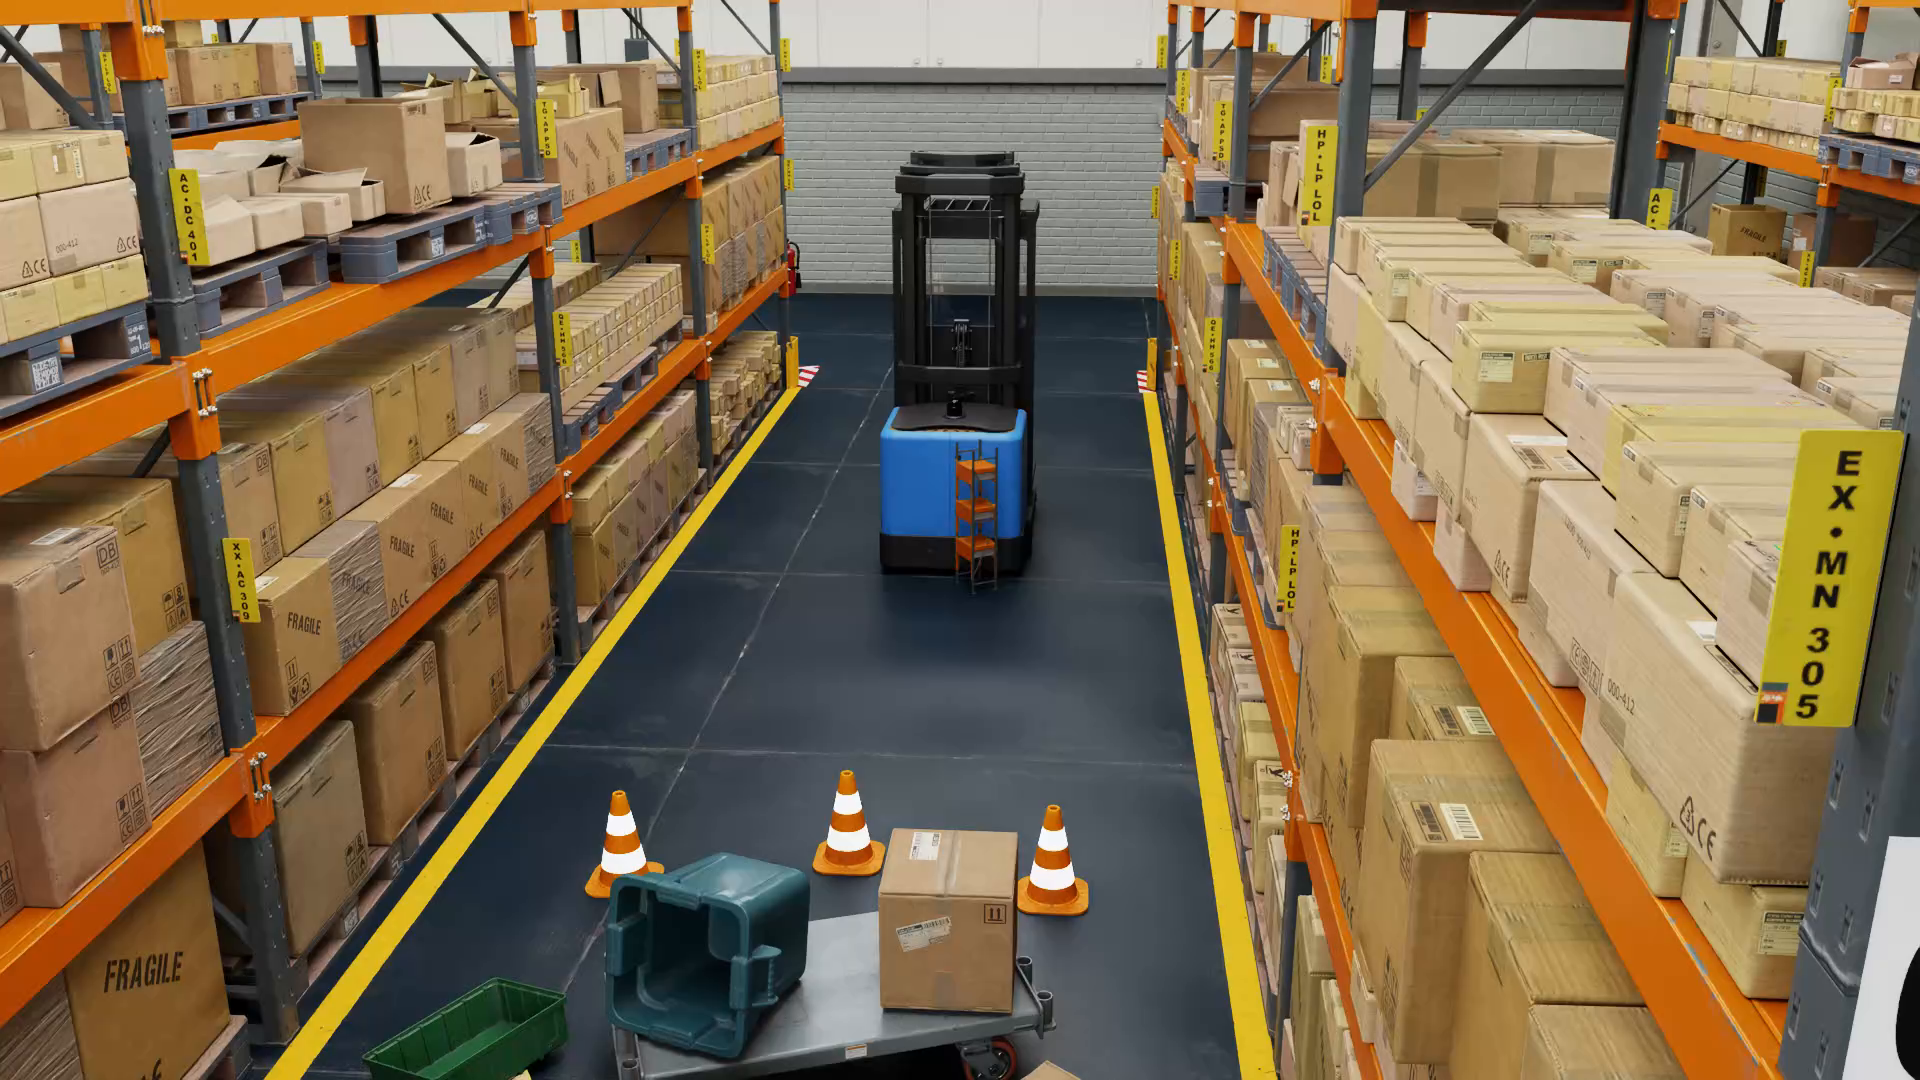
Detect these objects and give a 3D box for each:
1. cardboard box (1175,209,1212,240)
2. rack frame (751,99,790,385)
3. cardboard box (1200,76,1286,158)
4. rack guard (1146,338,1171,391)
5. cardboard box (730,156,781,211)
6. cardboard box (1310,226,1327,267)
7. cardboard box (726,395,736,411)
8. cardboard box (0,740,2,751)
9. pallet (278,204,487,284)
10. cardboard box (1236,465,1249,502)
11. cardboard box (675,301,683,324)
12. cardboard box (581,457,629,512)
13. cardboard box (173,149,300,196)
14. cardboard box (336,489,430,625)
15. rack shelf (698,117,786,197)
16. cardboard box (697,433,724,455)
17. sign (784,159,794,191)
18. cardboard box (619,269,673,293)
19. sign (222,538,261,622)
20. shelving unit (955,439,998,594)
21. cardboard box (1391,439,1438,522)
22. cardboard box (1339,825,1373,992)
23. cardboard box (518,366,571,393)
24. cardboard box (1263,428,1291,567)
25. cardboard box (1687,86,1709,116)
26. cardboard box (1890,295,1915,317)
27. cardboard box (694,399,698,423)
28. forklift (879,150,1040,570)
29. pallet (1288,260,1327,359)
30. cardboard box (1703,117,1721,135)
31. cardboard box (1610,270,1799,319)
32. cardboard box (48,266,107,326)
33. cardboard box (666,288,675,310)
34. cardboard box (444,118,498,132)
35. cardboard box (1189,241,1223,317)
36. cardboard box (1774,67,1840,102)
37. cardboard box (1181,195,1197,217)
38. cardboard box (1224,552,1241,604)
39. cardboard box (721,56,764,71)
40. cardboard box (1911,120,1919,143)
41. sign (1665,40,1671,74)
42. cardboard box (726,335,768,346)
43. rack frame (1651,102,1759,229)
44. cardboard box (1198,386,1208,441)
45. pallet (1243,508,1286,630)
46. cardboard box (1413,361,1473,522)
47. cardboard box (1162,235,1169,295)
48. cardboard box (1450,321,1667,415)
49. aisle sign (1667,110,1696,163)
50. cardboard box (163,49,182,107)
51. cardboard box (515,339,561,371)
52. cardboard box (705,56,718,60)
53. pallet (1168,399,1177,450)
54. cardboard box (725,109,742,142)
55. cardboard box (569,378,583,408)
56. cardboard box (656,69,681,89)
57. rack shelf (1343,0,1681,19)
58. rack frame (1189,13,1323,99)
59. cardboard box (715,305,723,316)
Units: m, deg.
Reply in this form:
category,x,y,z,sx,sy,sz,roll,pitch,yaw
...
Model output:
category,x,y,z,sx,sy,sz,roll,pitch,yaw
cardboard box,2.074,-2.494,13.950,0.500,0.500,0.500,1,18,3
rack frame,-2.342,-3.140,17.688,1.000,3.000,0.127,1,18,4
cardboard box,1.866,-2.802,11.006,0.500,0.500,0.500,1,18,4
rack guard,2.604,-1.880,17.858,1.175,0.500,0.348,1,18,4
cardboard box,-2.127,-3.656,17.020,0.500,0.500,0.500,1,18,3
cardboard box,1.681,-1.229,6.606,0.500,0.250,0.500,2,18,5
cardboard box,-2.308,-1.315,15.545,0.380,0.149,0.250,2,18,6
cardboard box,-3.363,0.455,4.743,0.875,0.550,0.550,1,18,4
pallet,-2.986,-1.442,7.993,1.003,0.211,1.213,2,18,6
cardboard box,1.660,-0.303,8.761,0.380,0.149,0.250,1,18,4
cardboard box,-2.460,-1.850,13.480,0.380,0.149,0.250,1,18,3
cardboard box,-2.589,-0.389,11.430,0.500,0.250,0.500,1,18,3
cardboard box,-3.296,-1.592,7.456,0.500,0.311,0.500,1,18,2
cardboard box,-2.822,0.070,7.731,0.500,0.500,0.500,1,18,4
rack shelf,-2.486,-3.602,15.437,1.077,0.370,4.000,1,18,4
cardboard box,-2.282,-0.848,14.598,0.380,0.149,0.250,0,18,2
sign,-1.790,-3.822,17.402,0.100,0.325,0.005,1,18,4
cardboard box,-2.481,-2.048,13.129,0.380,0.149,0.250,1,18,2
sign,-2.649,0.150,6.130,0.100,0.325,0.005,1,18,4
shelving unit,0.117,-0.163,11.735,0.215,1.050,0.252,-9,20,-26
cardboard box,1.295,-0.150,4.150,0.380,0.149,0.250,1,18,3
cardboard box,1.371,0.920,4.660,0.500,0.500,0.500,1,18,3
cardboard box,-2.681,-1.022,10.477,0.380,0.149,0.250,2,18,6
cardboard box,1.624,-0.185,7.357,0.500,0.500,0.500,2,18,6
cardboard box,7.233,-4.156,15.737,0.500,0.250,0.500,2,18,5
cardboard box,6.916,-1.406,11.561,0.700,0.500,0.500,1,18,4
cardboard box,-2.398,-1.127,14.495,0.380,0.149,0.250,2,18,6
forklift,0.052,-1.588,13.063,1.130,2.935,3.031,1,18,4
pallet,1.893,-0.859,6.212,1.213,0.211,1.003,1,18,4
cardboard box,7.139,-3.845,15.427,0.380,0.149,0.250,1,18,4
cardboard box,1.878,-0.591,4.216,0.380,0.149,0.250,1,18,3
cardboard box,-2.928,-0.767,5.199,0.380,0.149,0.250,2,18,5
cardboard box,-2.478,-1.909,13.184,0.380,0.149,0.250,1,18,4
cardboard box,-3.128,-2.311,10.181,0.500,0.500,0.500,1,18,4
cardboard box,1.950,-1.896,12.127,0.500,0.500,0.500,1,18,3
cardboard box,7.090,-3.762,13.729,0.500,0.250,0.500,1,18,3
cardboard box,2.020,-2.752,13.696,0.380,0.149,0.250,1,18,3
cardboard box,2.161,0.021,10.778,0.875,0.875,0.875,1,18,3
cardboard box,-2.167,-4.736,16.541,0.380,0.149,0.250,2,18,5
cardboard box,6.751,-2.782,11.347,0.380,0.149,0.250,2,18,5
sign,7.012,-4.804,16.545,0.100,0.325,0.005,1,18,4
cardboard box,-2.203,-2.020,17.220,0.380,0.149,0.250,2,18,5
rack frame,7.553,-2.951,17.112,1.000,3.000,0.127,1,18,4
cardboard box,1.827,-0.827,10.869,0.500,0.250,0.500,2,18,5
pallet,1.928,0.131,8.015,1.003,0.211,1.213,1,18,4
cardboard box,1.327,-0.226,3.742,0.500,0.250,0.500,1,18,4
cardboard box,2.219,-2.650,16.033,0.500,0.500,0.500,1,18,4
cardboard box,1.261,-0.365,3.525,0.380,0.149,0.250,2,18,5
aisle sign,7.265,-4.214,16.792,0.394,0.787,0.004,1,18,4
cardboard box,-7.530,-4.171,15.022,0.700,0.500,0.500,2,18,7
cardboard box,-2.689,-1.159,10.415,0.380,0.149,0.250,1,18,4
cardboard box,-2.629,-4.747,16.572,0.380,0.149,0.250,2,18,6
pallet,2.533,-1.108,15.964,1.003,0.211,1.213,1,18,4
cardboard box,-2.249,-3.707,14.841,0.500,0.250,0.500,2,18,6
cardboard box,-2.663,-0.953,10.744,0.380,0.149,0.250,2,18,7
cardboard box,-2.367,-3.764,13.572,0.380,0.149,0.250,1,18,3
rack shelf,1.599,-1.220,3.355,1.077,0.370,4.000,1,18,4
rack frame,2.316,-4.669,12.721,1.000,3.000,0.127,1,18,4
cardboard box,-2.346,-2.109,14.945,0.380,0.149,0.250,0,18,1
